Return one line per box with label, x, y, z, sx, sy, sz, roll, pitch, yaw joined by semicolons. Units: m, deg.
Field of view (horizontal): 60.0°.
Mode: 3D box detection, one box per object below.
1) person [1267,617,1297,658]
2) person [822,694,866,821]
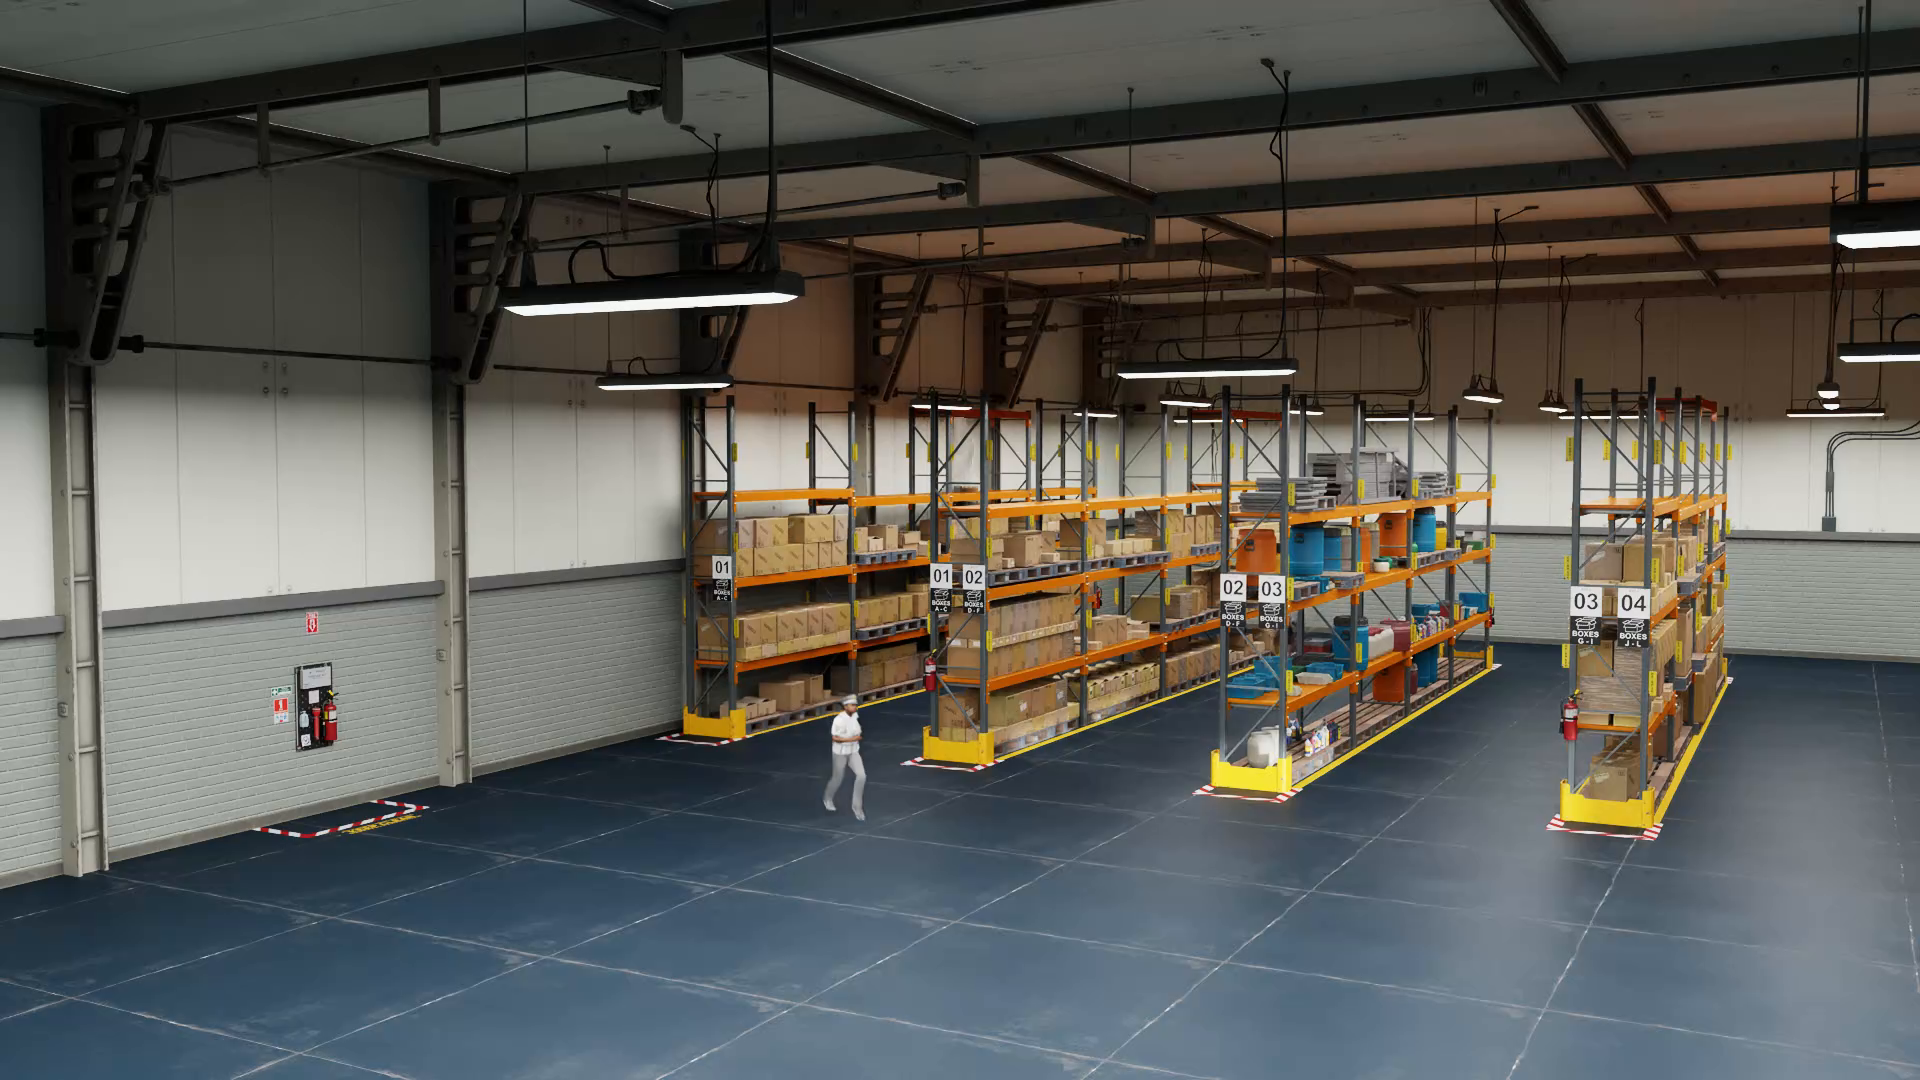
person;6.899;2.296;35.496;0.689;1.765;0.922;1;3;21
person;-1.601;2.967;22.891;0.847;1.731;0.599;3;4;44
